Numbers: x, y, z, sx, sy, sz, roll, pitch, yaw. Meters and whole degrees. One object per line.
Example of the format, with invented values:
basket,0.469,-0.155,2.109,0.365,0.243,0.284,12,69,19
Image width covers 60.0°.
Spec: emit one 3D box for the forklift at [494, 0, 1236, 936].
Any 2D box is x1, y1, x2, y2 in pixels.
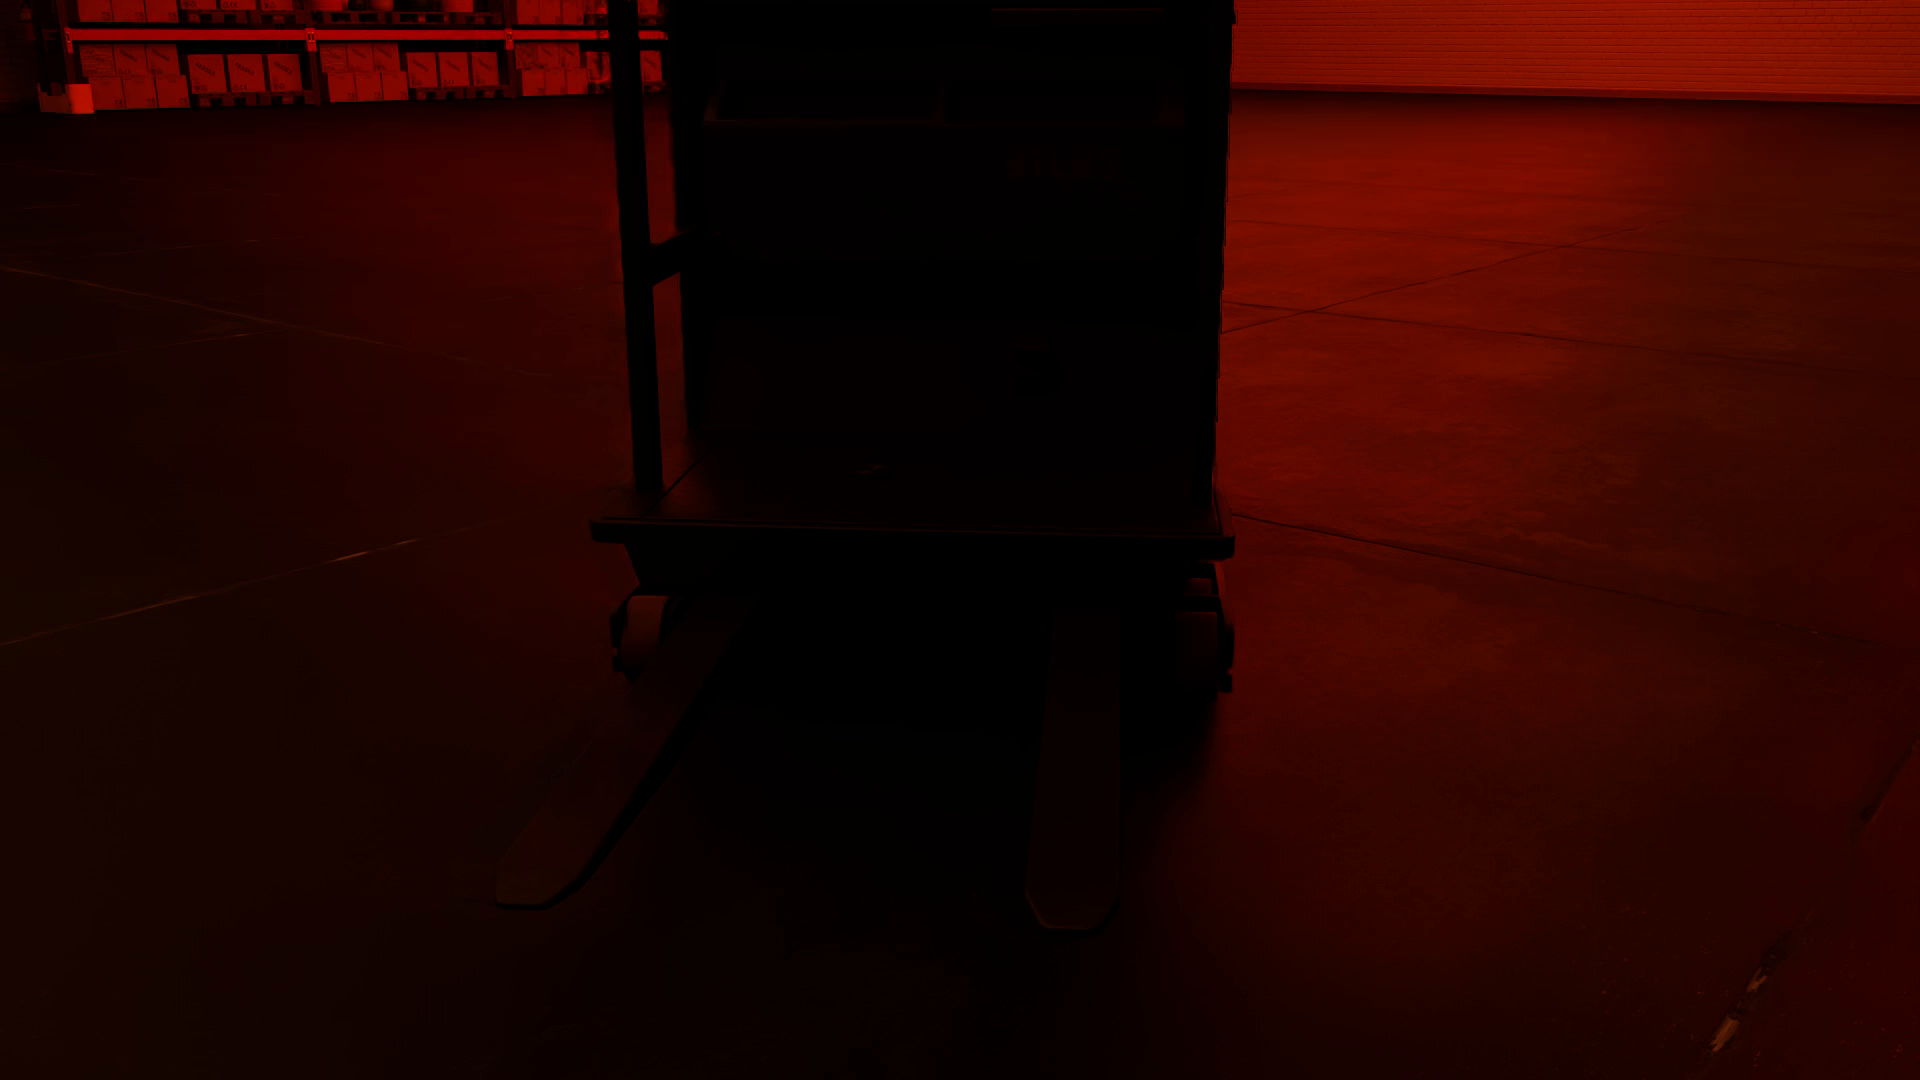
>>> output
forklift,-0.048,-1.215,2.898,1.130,2.935,3.031,2,17,5
